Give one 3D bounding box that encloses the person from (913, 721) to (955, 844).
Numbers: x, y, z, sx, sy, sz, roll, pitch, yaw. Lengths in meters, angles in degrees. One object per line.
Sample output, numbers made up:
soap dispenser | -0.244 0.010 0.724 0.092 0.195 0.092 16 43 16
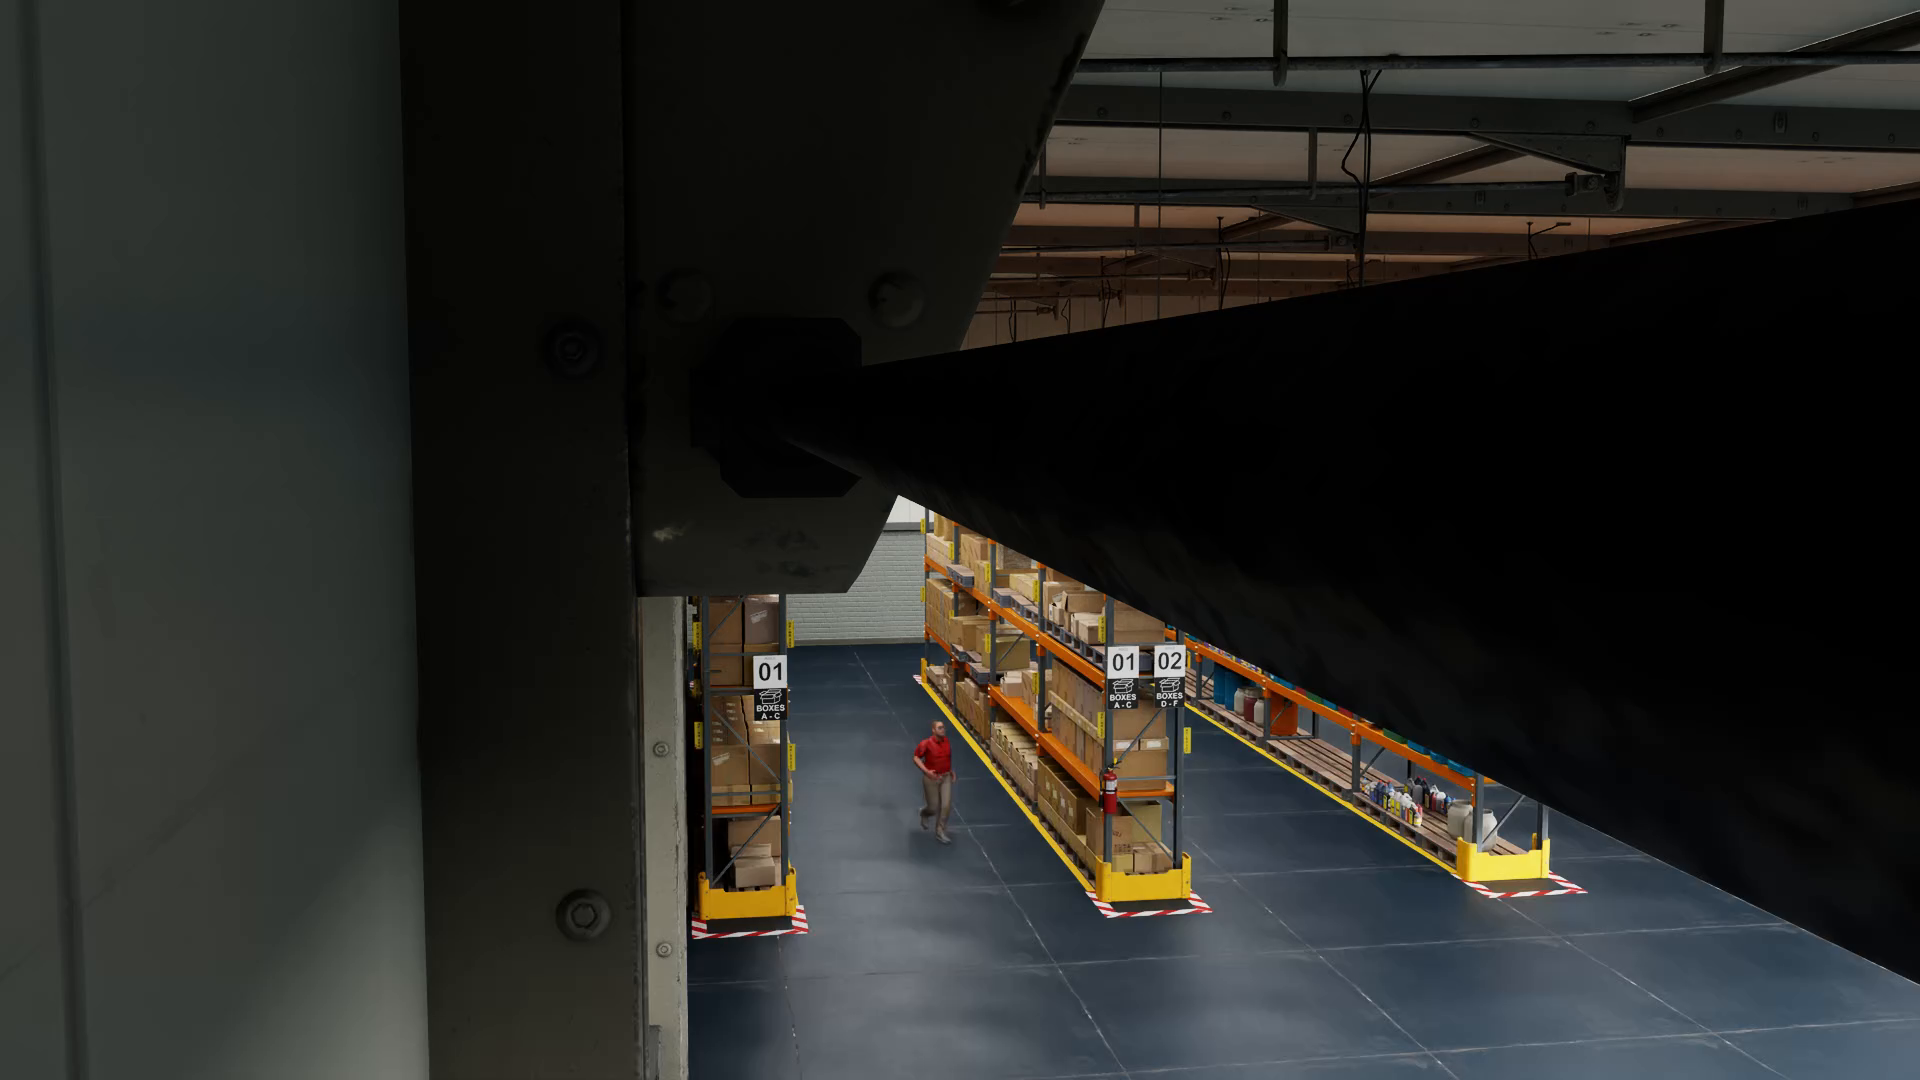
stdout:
person | -0.359 3.417 23.652 0.658 1.712 0.692 -3 6 -33
